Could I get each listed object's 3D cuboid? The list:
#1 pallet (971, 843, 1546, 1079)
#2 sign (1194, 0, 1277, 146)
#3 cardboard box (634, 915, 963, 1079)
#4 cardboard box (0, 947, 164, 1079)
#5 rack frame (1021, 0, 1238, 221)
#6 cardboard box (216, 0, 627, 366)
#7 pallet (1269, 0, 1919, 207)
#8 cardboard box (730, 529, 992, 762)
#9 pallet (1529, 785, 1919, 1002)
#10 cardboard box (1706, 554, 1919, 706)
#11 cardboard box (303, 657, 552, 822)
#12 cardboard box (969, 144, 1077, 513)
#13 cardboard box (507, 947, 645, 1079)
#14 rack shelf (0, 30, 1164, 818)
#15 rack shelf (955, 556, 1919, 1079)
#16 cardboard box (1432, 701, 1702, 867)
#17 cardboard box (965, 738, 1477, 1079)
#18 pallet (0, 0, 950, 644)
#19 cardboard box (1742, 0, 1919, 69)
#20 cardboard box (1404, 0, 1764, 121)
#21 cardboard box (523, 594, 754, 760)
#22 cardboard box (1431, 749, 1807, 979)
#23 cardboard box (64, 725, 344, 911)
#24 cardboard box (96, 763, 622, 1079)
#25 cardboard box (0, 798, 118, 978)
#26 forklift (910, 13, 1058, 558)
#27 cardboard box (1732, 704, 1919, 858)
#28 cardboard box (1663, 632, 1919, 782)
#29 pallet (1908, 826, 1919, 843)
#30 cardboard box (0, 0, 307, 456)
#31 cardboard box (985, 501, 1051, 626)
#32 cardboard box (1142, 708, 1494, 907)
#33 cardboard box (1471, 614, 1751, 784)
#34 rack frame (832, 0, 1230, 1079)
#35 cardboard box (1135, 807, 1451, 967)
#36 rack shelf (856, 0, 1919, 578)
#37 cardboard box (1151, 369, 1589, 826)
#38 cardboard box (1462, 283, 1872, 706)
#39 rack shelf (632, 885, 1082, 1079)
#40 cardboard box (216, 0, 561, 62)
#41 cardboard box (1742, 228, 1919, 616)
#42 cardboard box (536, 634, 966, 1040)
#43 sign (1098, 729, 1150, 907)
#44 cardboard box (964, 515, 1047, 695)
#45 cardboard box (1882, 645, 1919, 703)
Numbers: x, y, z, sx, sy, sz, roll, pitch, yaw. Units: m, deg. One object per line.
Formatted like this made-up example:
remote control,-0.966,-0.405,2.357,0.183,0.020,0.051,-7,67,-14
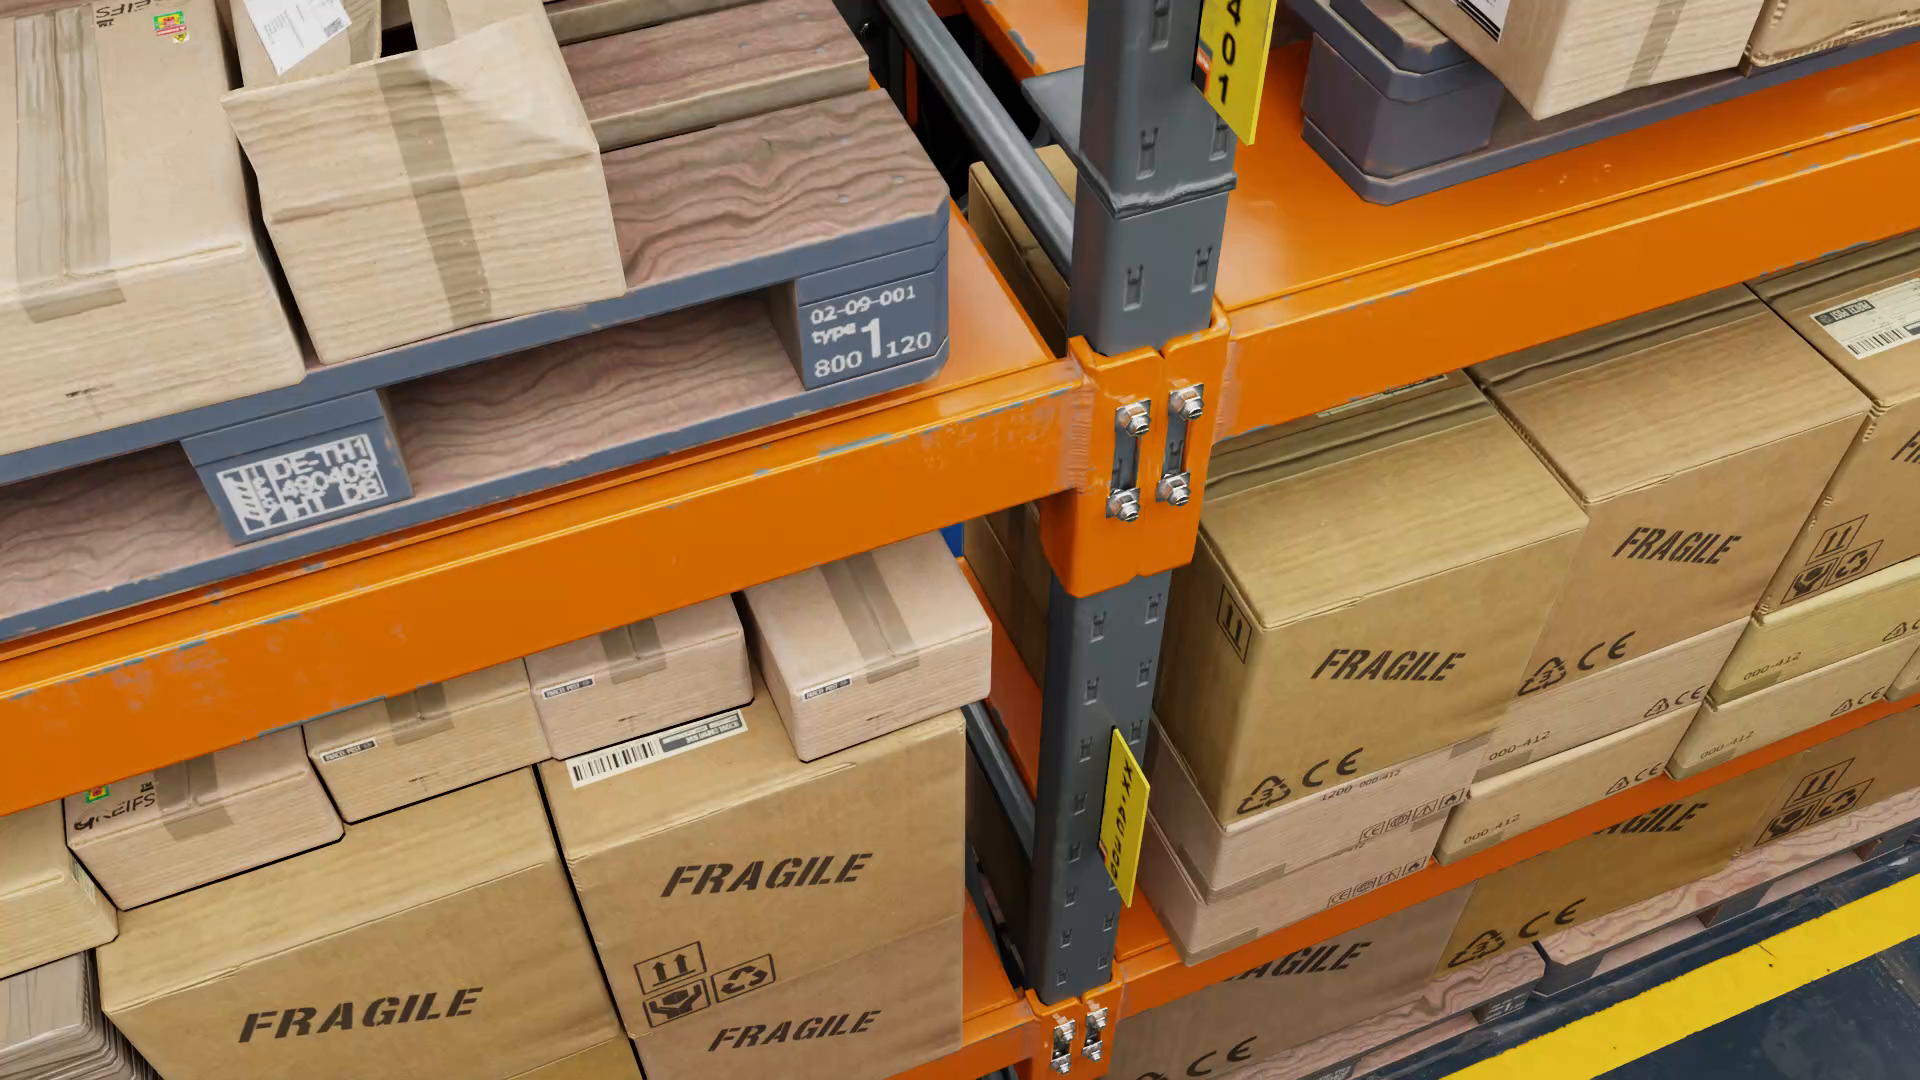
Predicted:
pallet,0.701,0.945,4.300,1.213,0.211,1.003,-17,52,-14
sign,0.226,-0.472,1.308,0.005,0.325,0.100,-17,52,-14
cardboard box,-0.318,0.590,2.700,0.500,0.500,0.500,-17,51,-14
cardboard box,-1.258,0.574,2.055,0.500,0.500,0.500,-17,51,-14
rack frame,0.015,-1.644,0.730,0.127,3.000,1.000,-17,52,-14
cardboard box,-0.455,-0.385,1.372,0.258,0.266,0.396,-16,51,-13
pallet,0.845,-0.902,2.197,1.217,0.209,0.805,-19,52,-16
cardboard box,-0.150,0.052,2.075,0.250,0.149,0.380,-18,52,-15
pallet,1.832,0.592,4.603,1.213,0.211,1.003,-17,52,-14
cardboard box,1.478,-0.027,3.065,0.500,0.250,0.500,-17,51,-14
cardboard box,-0.670,0.117,2.020,0.250,0.149,0.380,-17,51,-14
cardboard box,0.333,-0.353,2.851,0.500,0.500,0.500,-16,51,-13
cardboard box,-0.792,0.742,2.570,0.500,0.500,0.500,-18,52,-15
rack shelf,-1.837,0.141,1.649,4.000,0.370,1.077,-17,52,-14
rack shelf,1.866,-0.029,3.772,4.000,0.370,1.077,-17,52,-14
cardboard box,1.000,0.269,3.141,0.500,0.250,0.500,-18,52,-15
cardboard box,0.559,0.632,3.854,0.875,0.875,0.875,-16,51,-13
pallet,-0.747,-0.411,1.707,1.213,0.211,1.003,-17,52,-14
cardboard box,0.940,-0.886,1.713,0.500,0.500,0.500,-18,52,-15
cardboard box,0.610,-0.658,1.672,0.258,0.266,0.396,-18,52,-15
cardboard box,-0.435,0.052,2.076,0.250,0.149,0.380,-16,51,-13
cardboard box,1.392,0.367,4.081,0.875,0.875,0.875,-16,51,-13
cardboard box,-0.897,0.202,1.947,0.250,0.149,0.380,-18,52,-15
cardboard box,-0.790,0.421,2.186,0.500,0.500,0.500,-18,52,-15
cardboard box,-1.115,0.299,1.864,0.250,0.149,0.380,-18,52,-15
forklift,-0.573,-1.301,4.435,3.031,2.935,1.130,30,56,23
cardboard box,2.220,0.111,4.301,0.875,0.875,0.875,-17,51,-14
cardboard box,1.481,0.133,3.257,0.500,0.250,0.500,-18,52,-15
pallet,2.959,0.245,4.901,1.213,0.211,1.003,-17,52,-14
cardboard box,-0.700,-0.271,1.351,0.250,0.149,0.380,-16,51,-13
cardboard box,0.331,-0.101,3.129,0.500,0.250,0.500,-17,52,-14
cardboard box,0.529,0.268,2.812,0.500,0.250,0.500,-19,52,-15
cardboard box,1.001,0.099,2.957,0.500,0.250,0.500,-16,51,-14
rack frame,0.015,0.310,3.006,0.127,3.000,1.000,-17,52,-14
cardboard box,0.522,0.418,3.012,0.500,0.250,0.500,-18,52,-15
rack shelf,1.866,-1.006,2.634,4.000,0.370,1.077,-17,52,-14
cardboard box,0.531,0.028,2.524,0.500,0.500,0.500,-17,51,-14
cardboard box,0.991,-0.138,2.666,0.500,0.500,0.500,-17,52,-14
rack shelf,-1.837,1.118,2.787,4.000,0.370,1.077,-17,52,-14
cardboard box,-0.609,-0.848,1.615,0.500,0.500,0.500,-16,51,-14
cardboard box,1.457,-0.280,2.788,0.500,0.500,0.500,-18,52,-15
cardboard box,-0.318,0.281,2.306,0.500,0.500,0.500,-18,52,-15
sign,0.226,0.392,2.313,0.005,0.325,0.100,-17,52,-14
cardboard box,0.335,0.053,3.326,0.500,0.250,0.500,-18,52,-15
cardboard box,1.947,-0.004,3.375,0.500,0.250,0.500,-18,52,-15
